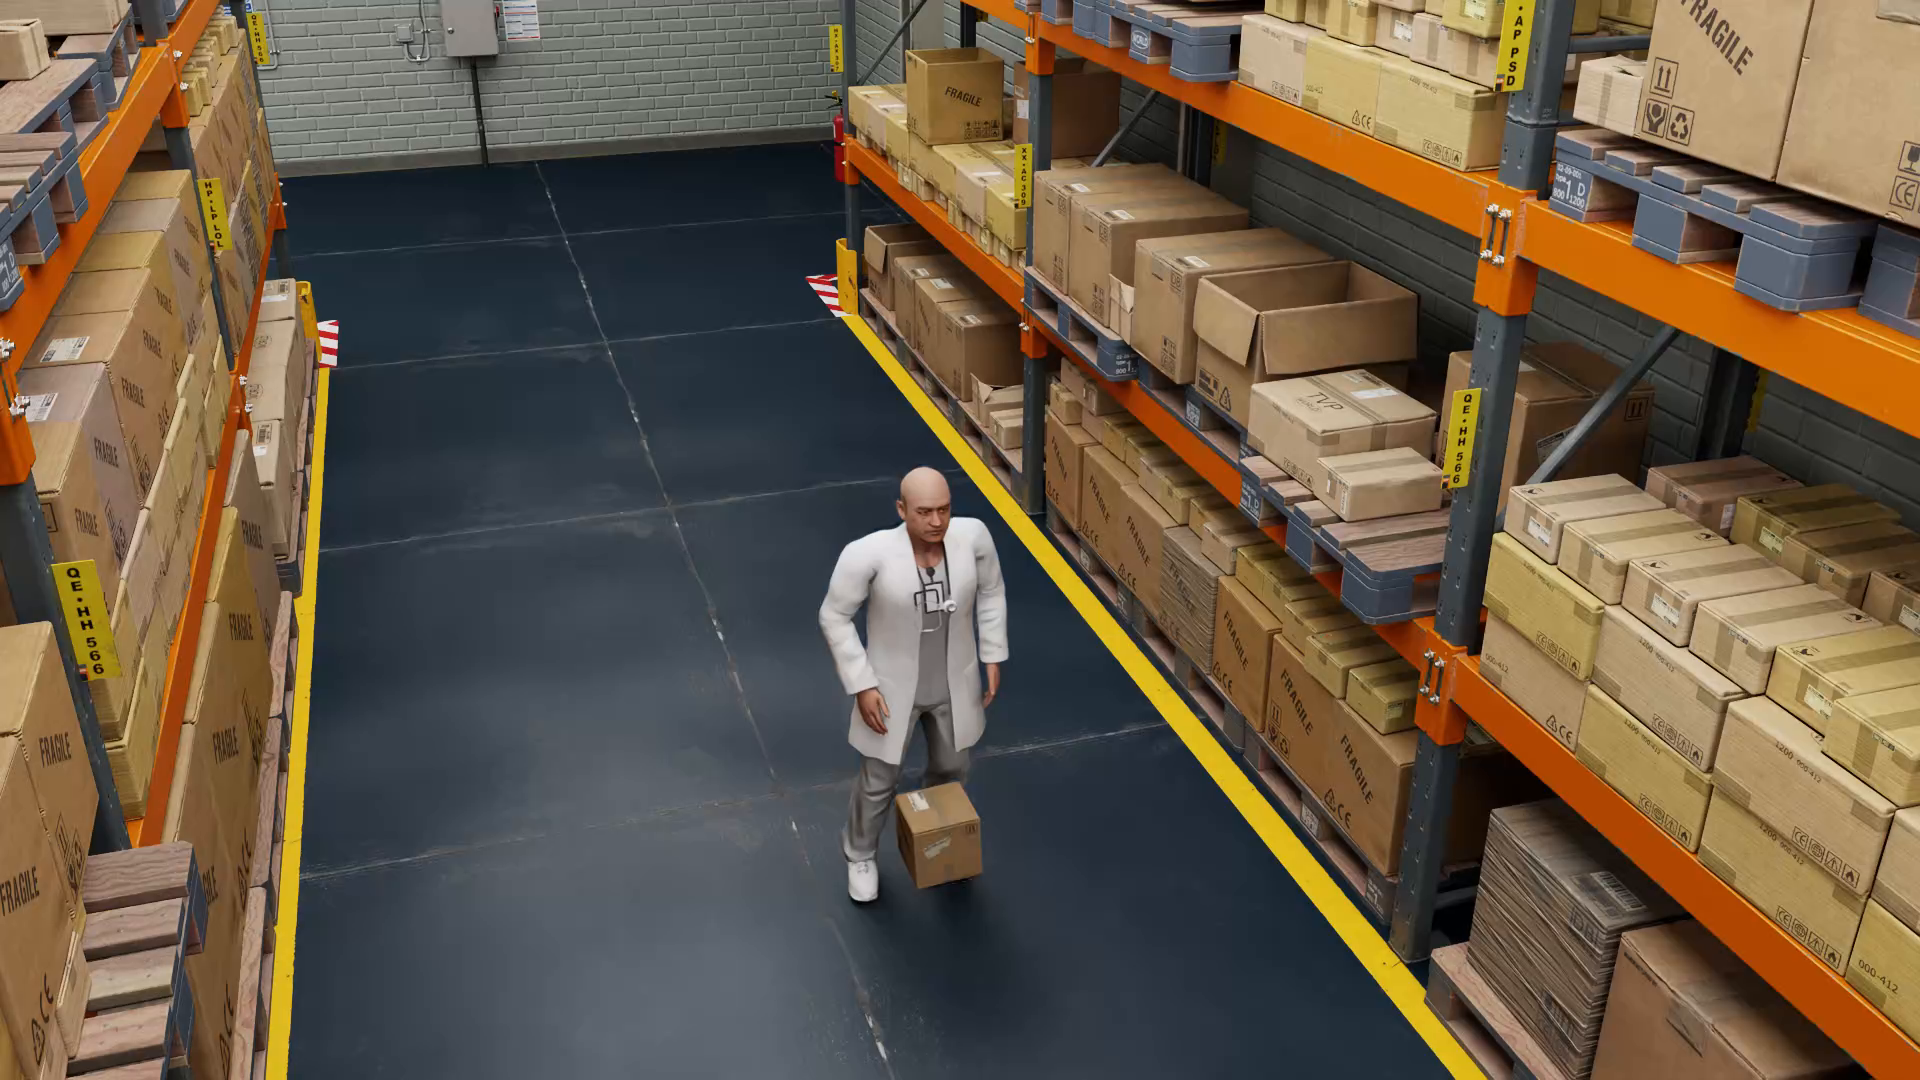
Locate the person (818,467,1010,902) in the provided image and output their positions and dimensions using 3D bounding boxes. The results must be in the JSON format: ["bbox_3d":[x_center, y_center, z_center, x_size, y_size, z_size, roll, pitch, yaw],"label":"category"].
[{"bbox_3d":[-0.164,0.512,6.093,0.709,1.755,0.484,-8,27,-17],"label":"person"}]
